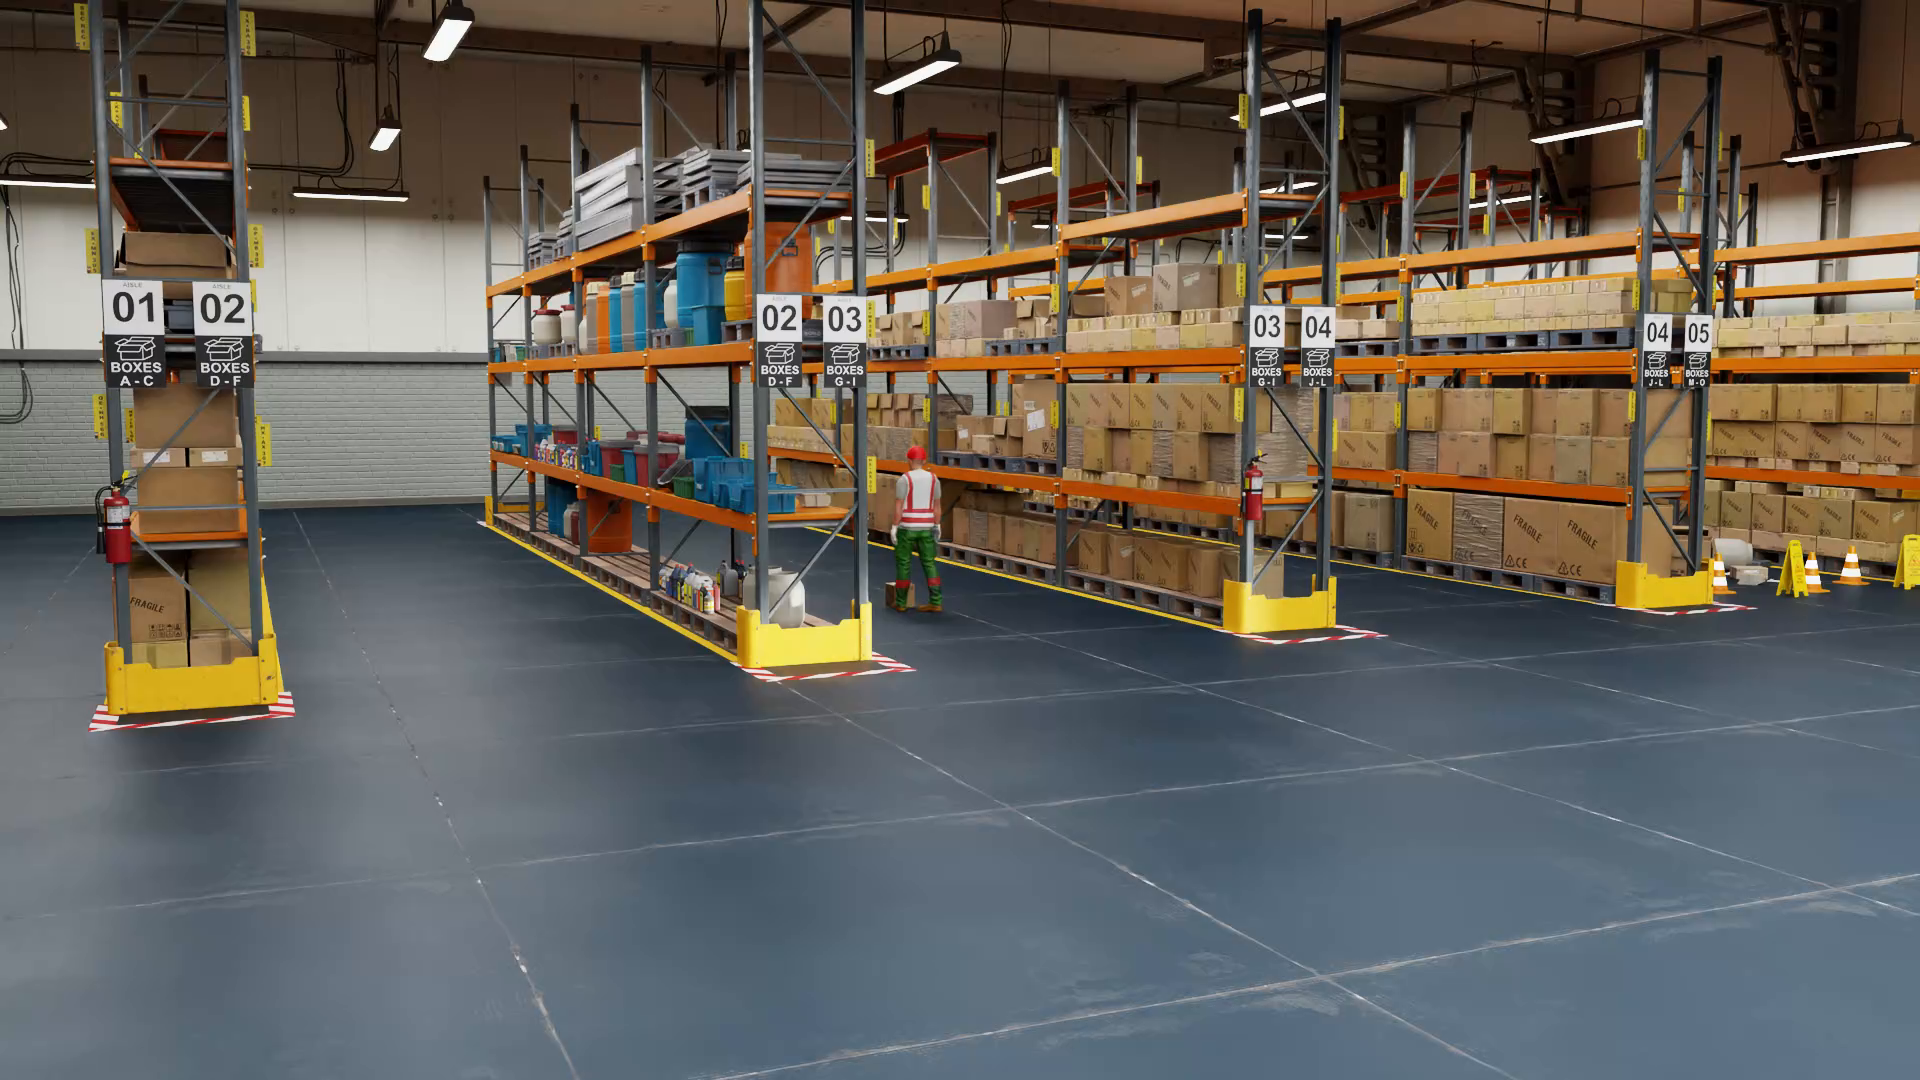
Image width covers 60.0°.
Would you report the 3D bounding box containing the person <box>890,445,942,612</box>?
[{"bbox_3d":[-0.508,-0.124,17.876,0.575,1.791,0.554,-3,6,-28],"label":"person"}]
